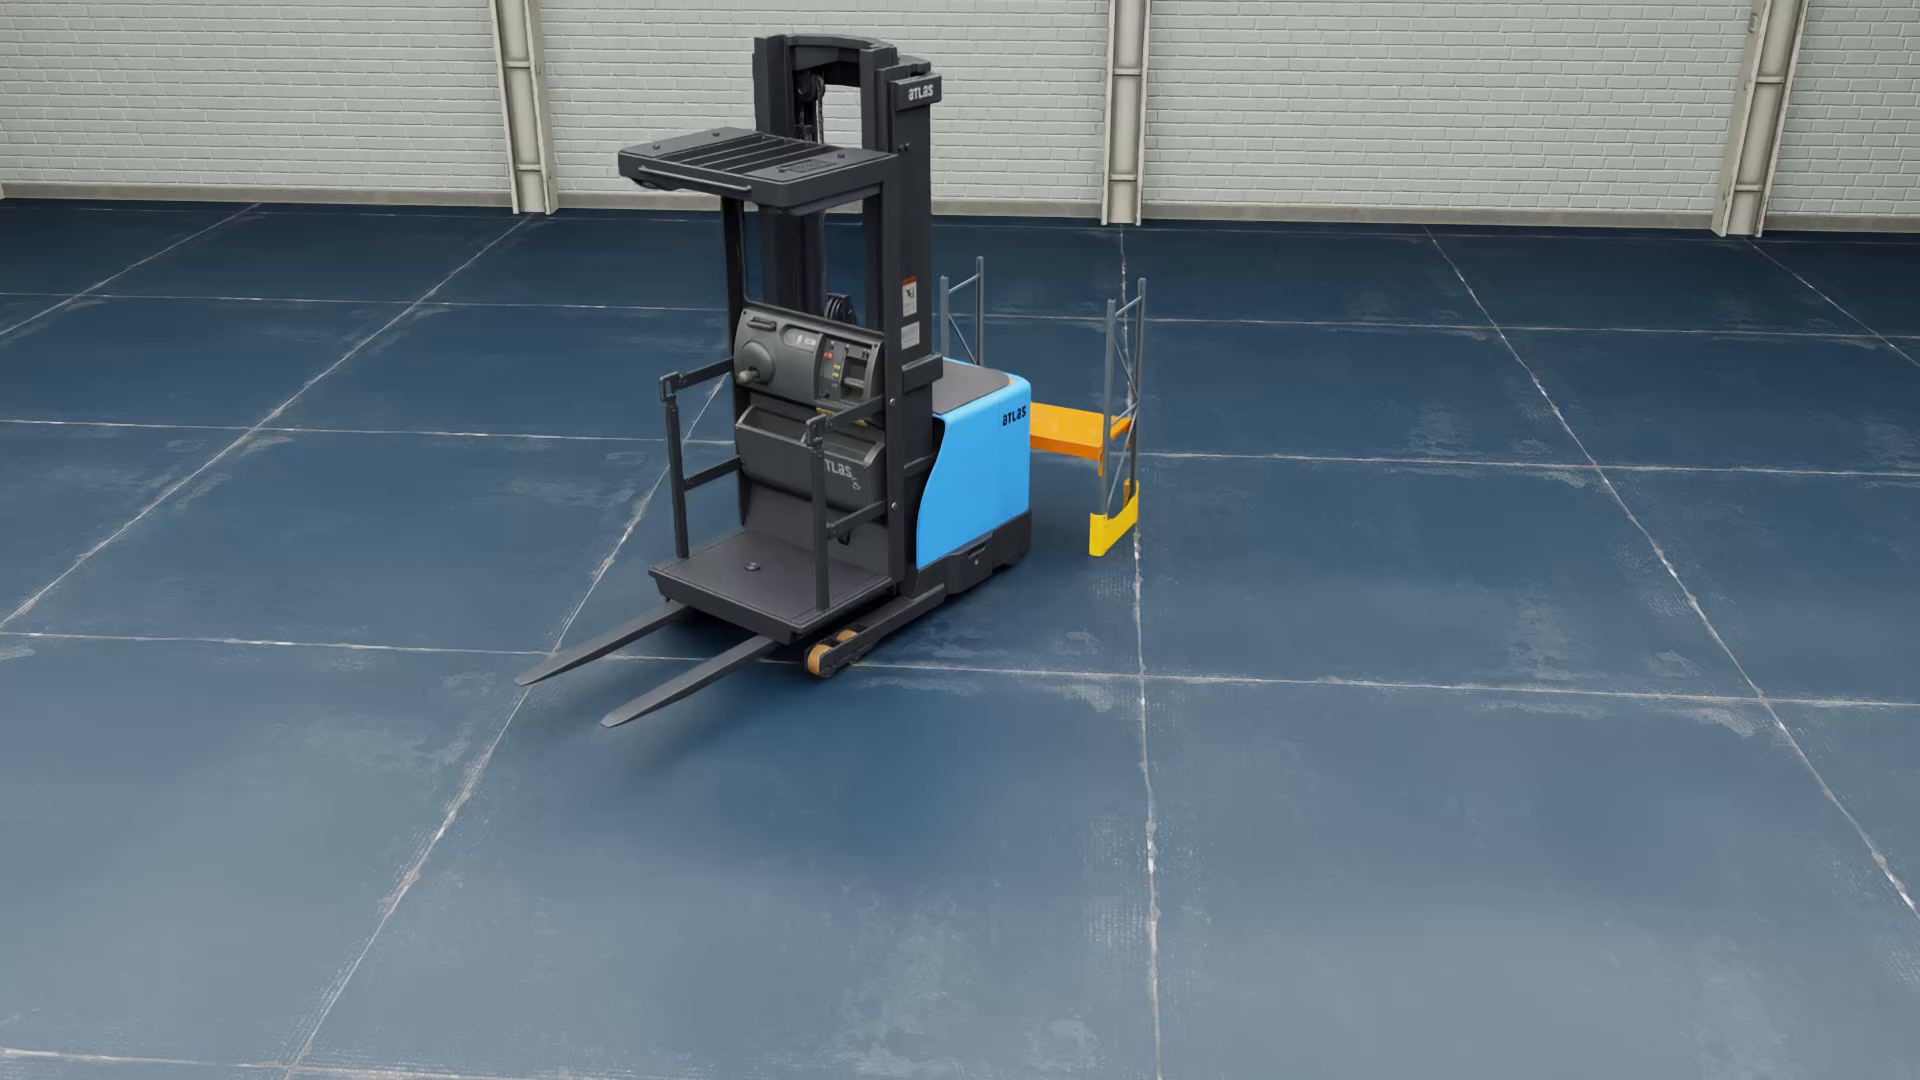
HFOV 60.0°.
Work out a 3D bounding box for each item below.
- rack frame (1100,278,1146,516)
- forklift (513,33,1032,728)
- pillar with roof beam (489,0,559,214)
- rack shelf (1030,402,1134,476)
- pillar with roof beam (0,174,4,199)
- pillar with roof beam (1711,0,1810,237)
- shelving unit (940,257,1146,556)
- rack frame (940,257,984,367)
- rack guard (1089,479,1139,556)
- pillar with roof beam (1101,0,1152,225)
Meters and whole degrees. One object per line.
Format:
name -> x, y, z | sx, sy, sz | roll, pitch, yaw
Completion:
rack frame -> 0.923, -0.700, 9.477 | 0.032, 1.500, 0.500 | 12, 27, 24
forklift -> -0.898, -0.879, 8.154 | 1.130, 2.935, 3.031 | 18, 30, 34
pillar with roof beam -> -4.694, -5.692, 11.354 | 0.400, 9.000, 9.100 | 2, 25, 4
rack shelf -> 0.469, -0.632, 9.760 | 1.000, 0.185, 0.538 | 12, 27, 24
pillar with roof beam -> -10.676, -5.884, 11.772 | 0.400, 9.000, 9.100 | 2, 25, 4
pillar with roof beam -> 7.271, -5.308, 10.520 | 0.400, 9.000, 9.100 | 2, 25, 4
shelving unit -> 0.461, -0.797, 9.688 | 1.083, 1.500, 0.587 | 12, 27, 24
rack frame -> 0.015, -0.891, 9.892 | 0.032, 1.500, 0.500 | 12, 27, 24
rack guard -> 0.906, -0.136, 9.746 | 0.087, 0.250, 0.587 | 12, 27, 24
pillar with roof beam -> 1.289, -5.500, 10.937 | 0.400, 9.000, 9.100 | 2, 25, 4
